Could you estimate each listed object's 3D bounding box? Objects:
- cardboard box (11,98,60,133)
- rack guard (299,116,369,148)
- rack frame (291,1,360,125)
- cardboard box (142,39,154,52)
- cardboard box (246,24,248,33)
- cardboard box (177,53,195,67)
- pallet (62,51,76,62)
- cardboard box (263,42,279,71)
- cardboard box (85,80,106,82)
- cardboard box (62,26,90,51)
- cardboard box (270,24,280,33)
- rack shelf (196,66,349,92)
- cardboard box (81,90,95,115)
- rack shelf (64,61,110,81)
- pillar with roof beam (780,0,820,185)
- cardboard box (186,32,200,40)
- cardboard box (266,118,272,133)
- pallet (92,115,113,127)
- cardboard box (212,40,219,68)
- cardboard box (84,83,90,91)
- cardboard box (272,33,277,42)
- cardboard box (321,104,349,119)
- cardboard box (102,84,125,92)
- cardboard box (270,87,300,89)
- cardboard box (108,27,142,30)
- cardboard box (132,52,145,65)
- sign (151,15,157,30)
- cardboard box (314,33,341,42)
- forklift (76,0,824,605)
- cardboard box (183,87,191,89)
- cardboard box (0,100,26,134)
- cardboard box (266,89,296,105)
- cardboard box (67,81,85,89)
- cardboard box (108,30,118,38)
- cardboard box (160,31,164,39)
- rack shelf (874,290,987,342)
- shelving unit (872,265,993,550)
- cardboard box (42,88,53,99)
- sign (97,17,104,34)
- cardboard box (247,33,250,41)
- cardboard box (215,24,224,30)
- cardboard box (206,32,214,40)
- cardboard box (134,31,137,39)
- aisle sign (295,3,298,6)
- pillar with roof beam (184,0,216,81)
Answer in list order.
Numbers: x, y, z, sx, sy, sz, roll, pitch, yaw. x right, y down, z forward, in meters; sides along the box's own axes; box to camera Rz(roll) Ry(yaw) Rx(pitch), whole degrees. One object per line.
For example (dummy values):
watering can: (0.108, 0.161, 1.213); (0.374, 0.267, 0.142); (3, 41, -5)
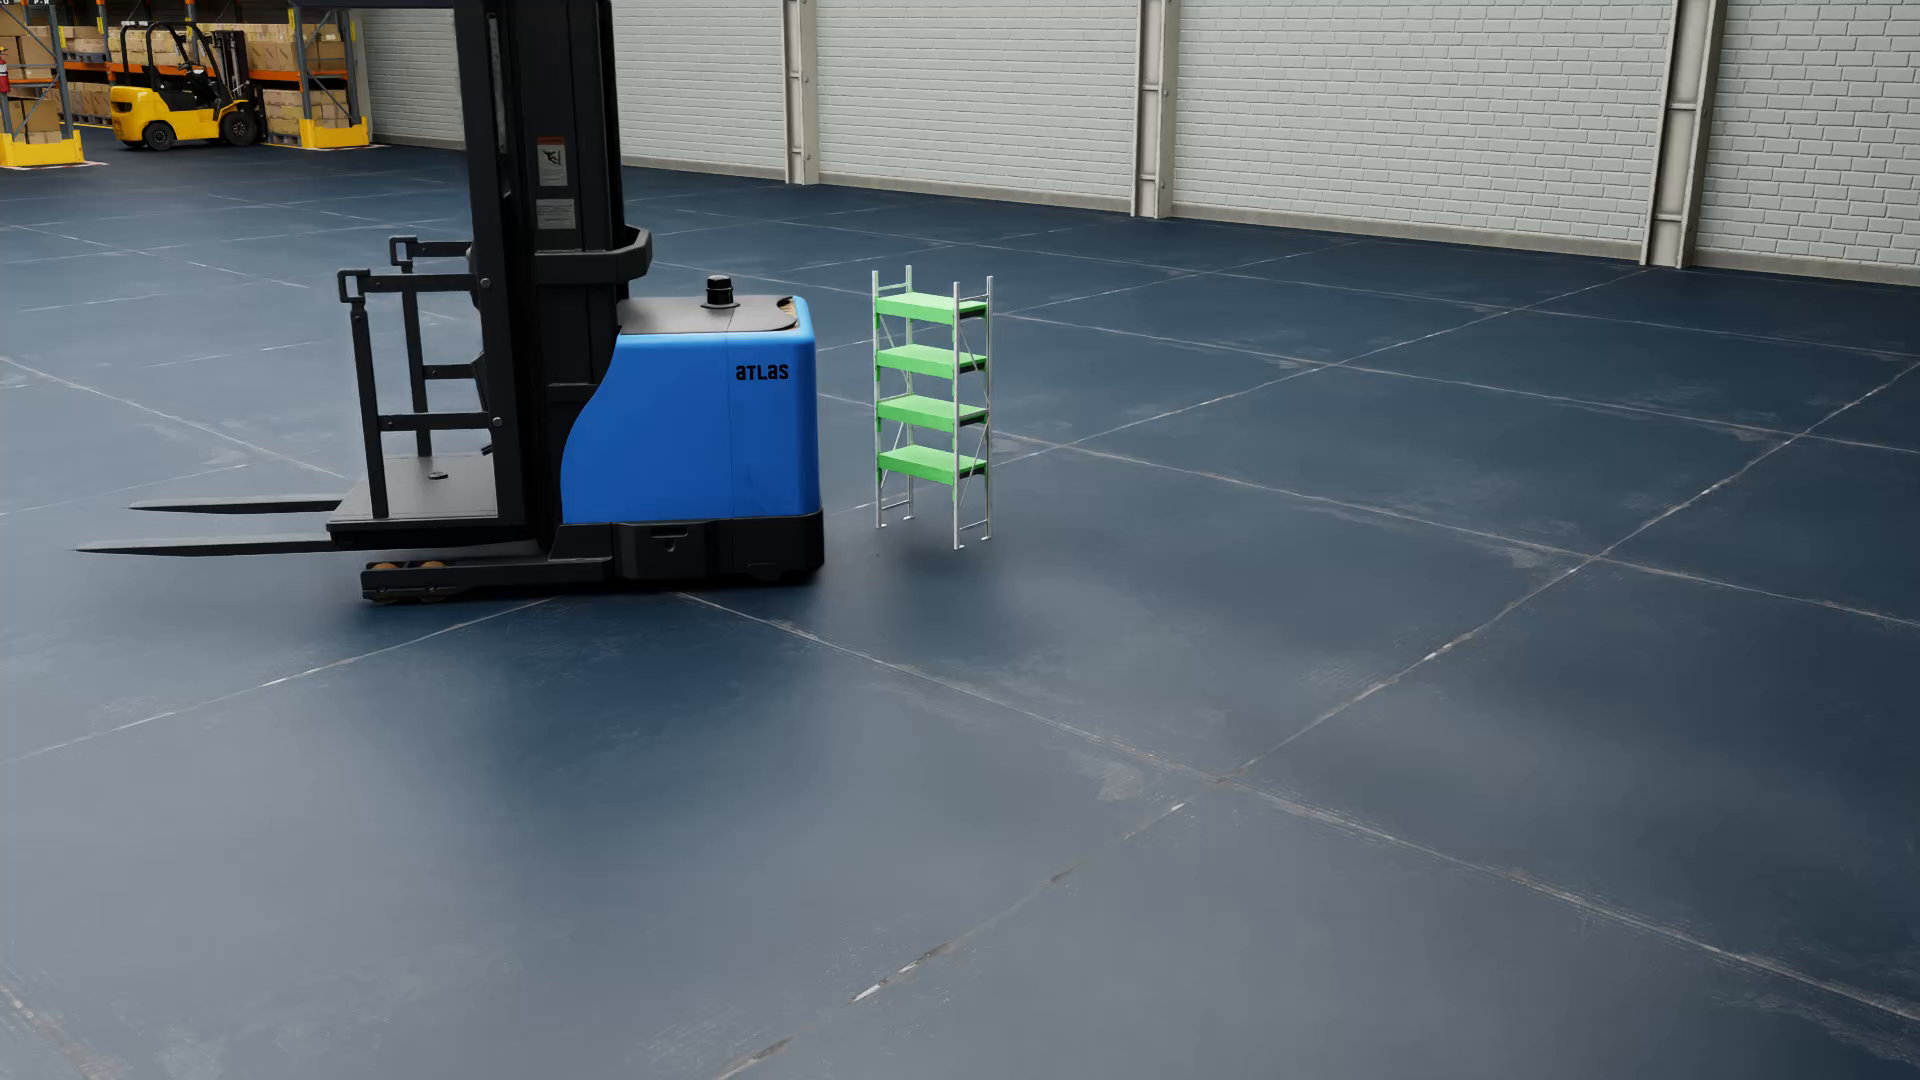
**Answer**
cardboard box: (-15.002, -6.891, 26.979); (0.500, 0.500, 0.500); (14, 22, 37)
rack guard: (-11.254, -7.343, 29.921); (0.348, 0.500, 1.175); (15, 23, 39)
rack frame: (-11.272, -8.539, 29.559); (0.127, 3.000, 1.000); (15, 23, 39)
cardboard box: (-15.934, -9.861, 33.145); (0.500, 0.250, 0.500); (15, 23, 40)
cardboard box: (-12.831, -9.368, 30.443); (0.250, 0.149, 0.380); (15, 23, 40)
cardboard box: (-14.814, -9.312, 32.244); (0.500, 0.250, 0.500); (16, 23, 40)
pallet: (-18.713, -10.443, 35.876); (1.213, 0.211, 1.003); (15, 23, 39)
cardboard box: (-12.196, -8.732, 30.002); (0.500, 0.500, 0.500); (16, 24, 41)
cardboard box: (-19.184, -10.114, 36.886); (0.250, 0.149, 0.380); (14, 22, 37)
cardboard box: (-19.060, -10.787, 35.782); (0.500, 0.500, 0.700); (15, 23, 39)
cardboard box: (-12.098, -9.151, 29.757); (0.250, 0.149, 0.380); (16, 23, 40)
rack shelf: (-12.768, -8.598, 30.933); (4.000, 0.370, 1.077); (15, 23, 39)
cardboard box: (-18.475, -9.397, 35.702); (0.500, 0.500, 0.500); (16, 24, 42)
rack shelf: (-18.751, -10.204, 35.994); (4.000, 0.370, 1.077); (15, 23, 39)
pillar with roof beam: (-5.077, -8.359, 19.073); (0.400, 9.000, 9.100); (15, 23, 39)
cardboard box: (-14.667, -9.717, 32.034); (0.250, 0.149, 0.380); (16, 24, 41)
cardboard box: (-12.567, -7.656, 30.627); (0.500, 0.250, 0.500); (15, 23, 40)
pallet: (-17.789, -8.974, 35.541); (1.213, 0.211, 1.003); (15, 23, 39)
cardboard box: (-13.704, -9.141, 31.290); (0.500, 0.500, 0.500); (16, 23, 40)
cardboard box: (-18.540, -9.729, 35.674); (0.250, 0.149, 0.380); (15, 23, 38)
cardboard box: (-12.081, -9.012, 29.813); (0.250, 0.149, 0.380); (16, 23, 40)
cardboard box: (-11.486, -7.808, 30.281); (0.500, 0.250, 0.500); (16, 23, 40)
cardboard box: (-17.793, -9.505, 34.968); (0.250, 0.149, 0.380); (14, 22, 37)
cardboard box: (-12.627, -8.351, 31.165); (0.500, 0.250, 0.500); (14, 23, 38)
cardboard box: (-17.537, -10.532, 34.978); (0.500, 0.500, 0.500); (16, 24, 42)
cardboard box: (-16.323, -9.725, 33.545); (0.500, 0.250, 0.500); (14, 22, 38)
sign: (-16.889, -10.823, 34.843); (0.005, 0.325, 0.100); (15, 23, 39)
cardboard box: (-11.353, -9.022, 29.845); (0.250, 0.149, 0.380); (14, 23, 38)
forklift: (-2.133, -1.303, 6.871); (3.031, 2.935, 1.130); (-2, 18, -7)
cardboard box: (-15.800, -8.821, 33.678); (0.625, 0.625, 0.875); (14, 22, 37)
cardboard box: (-15.336, -6.764, 26.578); (0.500, 0.500, 0.500); (15, 23, 40)
cardboard box: (-12.209, -8.028, 30.148); (0.500, 0.250, 0.500); (16, 23, 40)
cardboard box: (-19.321, -9.936, 36.328); (0.250, 0.149, 0.380); (15, 23, 39)
cardboard box: (-17.213, -10.371, 34.095); (0.250, 0.149, 0.380); (16, 24, 41)
cardboard box: (-15.459, -9.916, 32.659); (0.250, 0.149, 0.380); (14, 23, 38)
rack shelf: (-0.124, -1.002, 7.409); (0.480, 0.148, 0.258); (15, 23, 39)
shelving unit: (-0.124, -0.605, 7.535); (0.503, 1.200, 0.258); (15, 23, 39)
cardboard box: (-20.035, -9.809, 36.999); (0.500, 0.500, 0.500); (16, 24, 42)
sign: (-17.609, -10.535, 34.064); (0.005, 0.325, 0.100); (15, 23, 39)
cardboard box: (-12.820, -9.224, 30.481); (0.250, 0.149, 0.380); (15, 23, 39)
cardboard box: (-13.645, -9.553, 31.026); (0.250, 0.149, 0.380); (16, 23, 40)
cardboard box: (-14.005, -9.524, 31.424); (0.250, 0.149, 0.380); (16, 23, 41)
cardboard box: (-16.391, -10.179, 33.489); (0.250, 0.149, 0.380); (15, 23, 40)
aisle sign: (-11.418, -9.698, 28.914); (0.004, 0.787, 0.394); (15, 23, 39)
pillar with roof beam: (-18.540, -11.973, 30.461); (0.400, 9.000, 9.100); (15, 23, 39)
